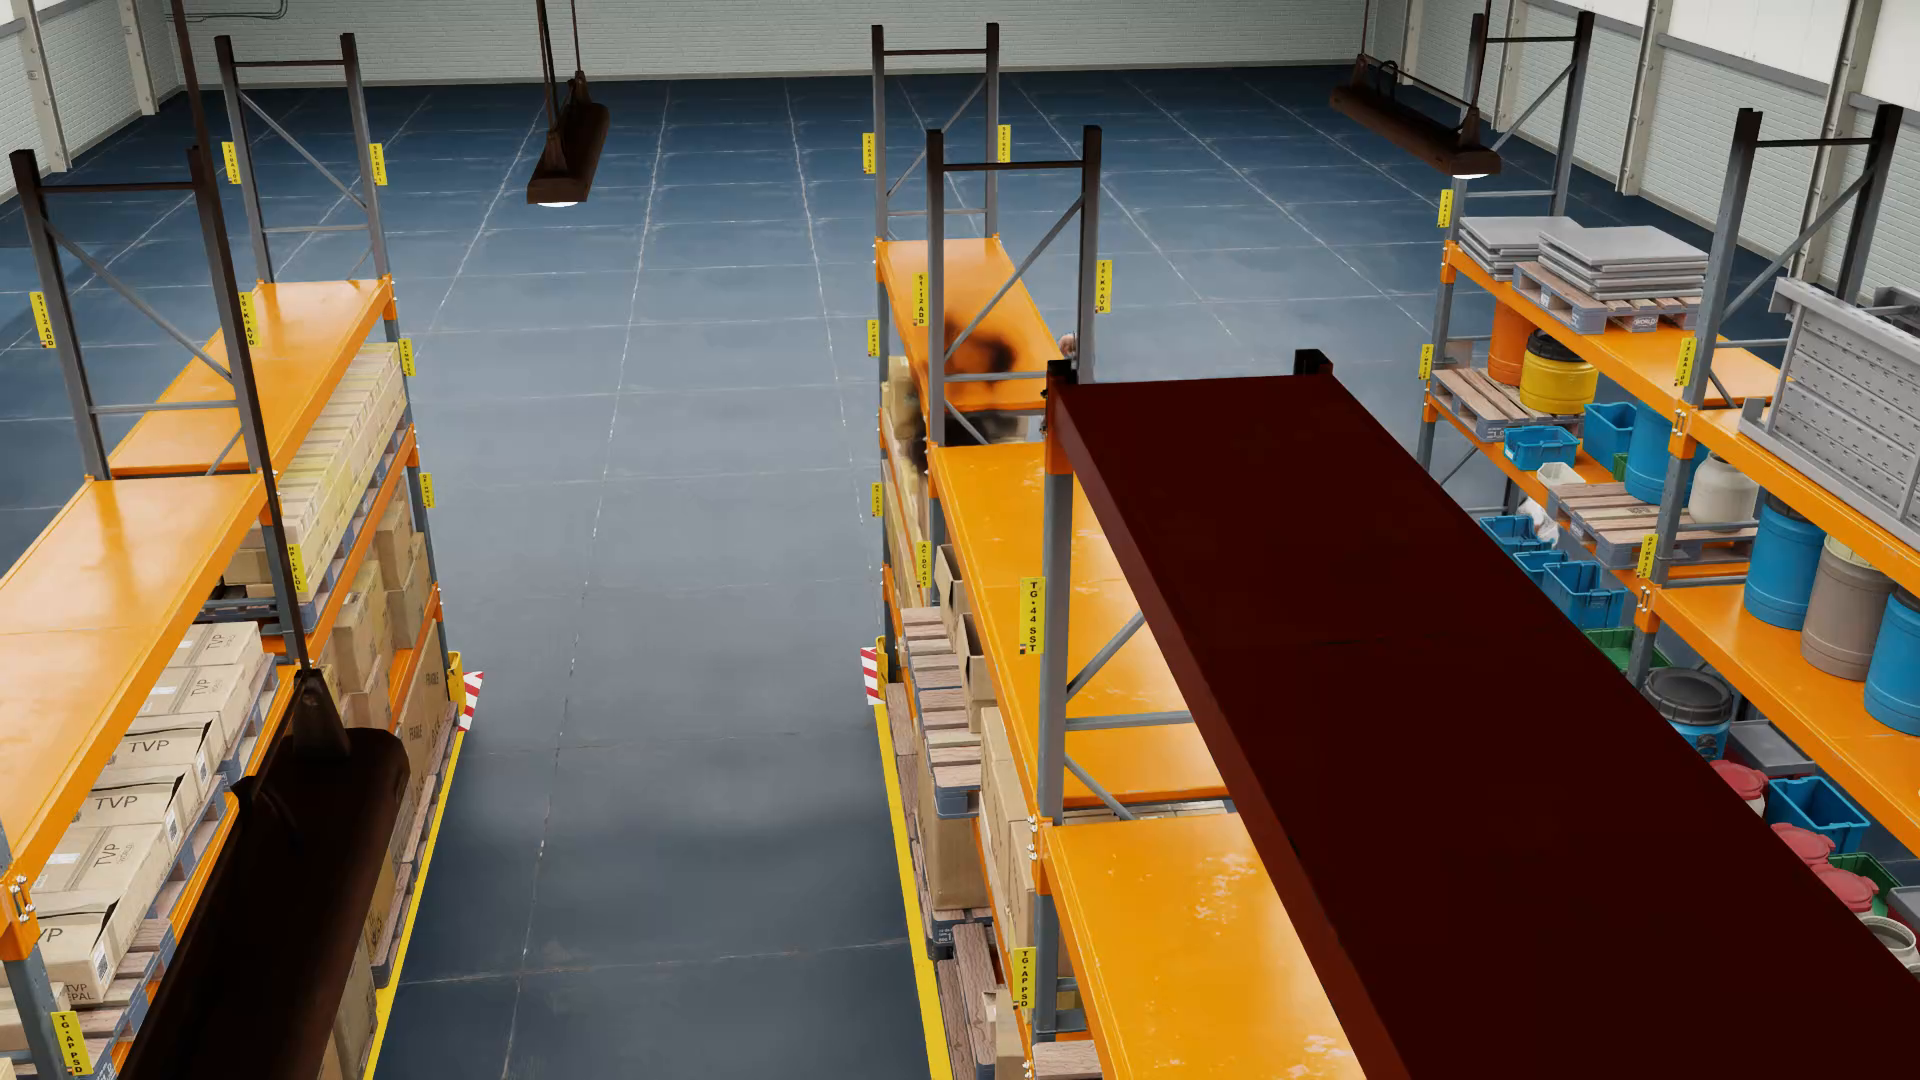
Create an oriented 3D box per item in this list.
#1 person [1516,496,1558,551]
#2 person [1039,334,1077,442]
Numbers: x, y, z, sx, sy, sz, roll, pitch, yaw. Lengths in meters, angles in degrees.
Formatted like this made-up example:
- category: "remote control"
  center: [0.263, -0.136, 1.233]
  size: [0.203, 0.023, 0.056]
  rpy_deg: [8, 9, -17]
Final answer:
- category: "person"
  center: [5.690, 0.004, 16.497]
  size: [0.719, 1.729, 0.845]
  rpy_deg: [-21, 32, -37]
- category: "person"
  center: [1.257, -1.669, 20.080]
  size: [0.808, 1.686, 0.676]
  rpy_deg: [7, 26, 14]
